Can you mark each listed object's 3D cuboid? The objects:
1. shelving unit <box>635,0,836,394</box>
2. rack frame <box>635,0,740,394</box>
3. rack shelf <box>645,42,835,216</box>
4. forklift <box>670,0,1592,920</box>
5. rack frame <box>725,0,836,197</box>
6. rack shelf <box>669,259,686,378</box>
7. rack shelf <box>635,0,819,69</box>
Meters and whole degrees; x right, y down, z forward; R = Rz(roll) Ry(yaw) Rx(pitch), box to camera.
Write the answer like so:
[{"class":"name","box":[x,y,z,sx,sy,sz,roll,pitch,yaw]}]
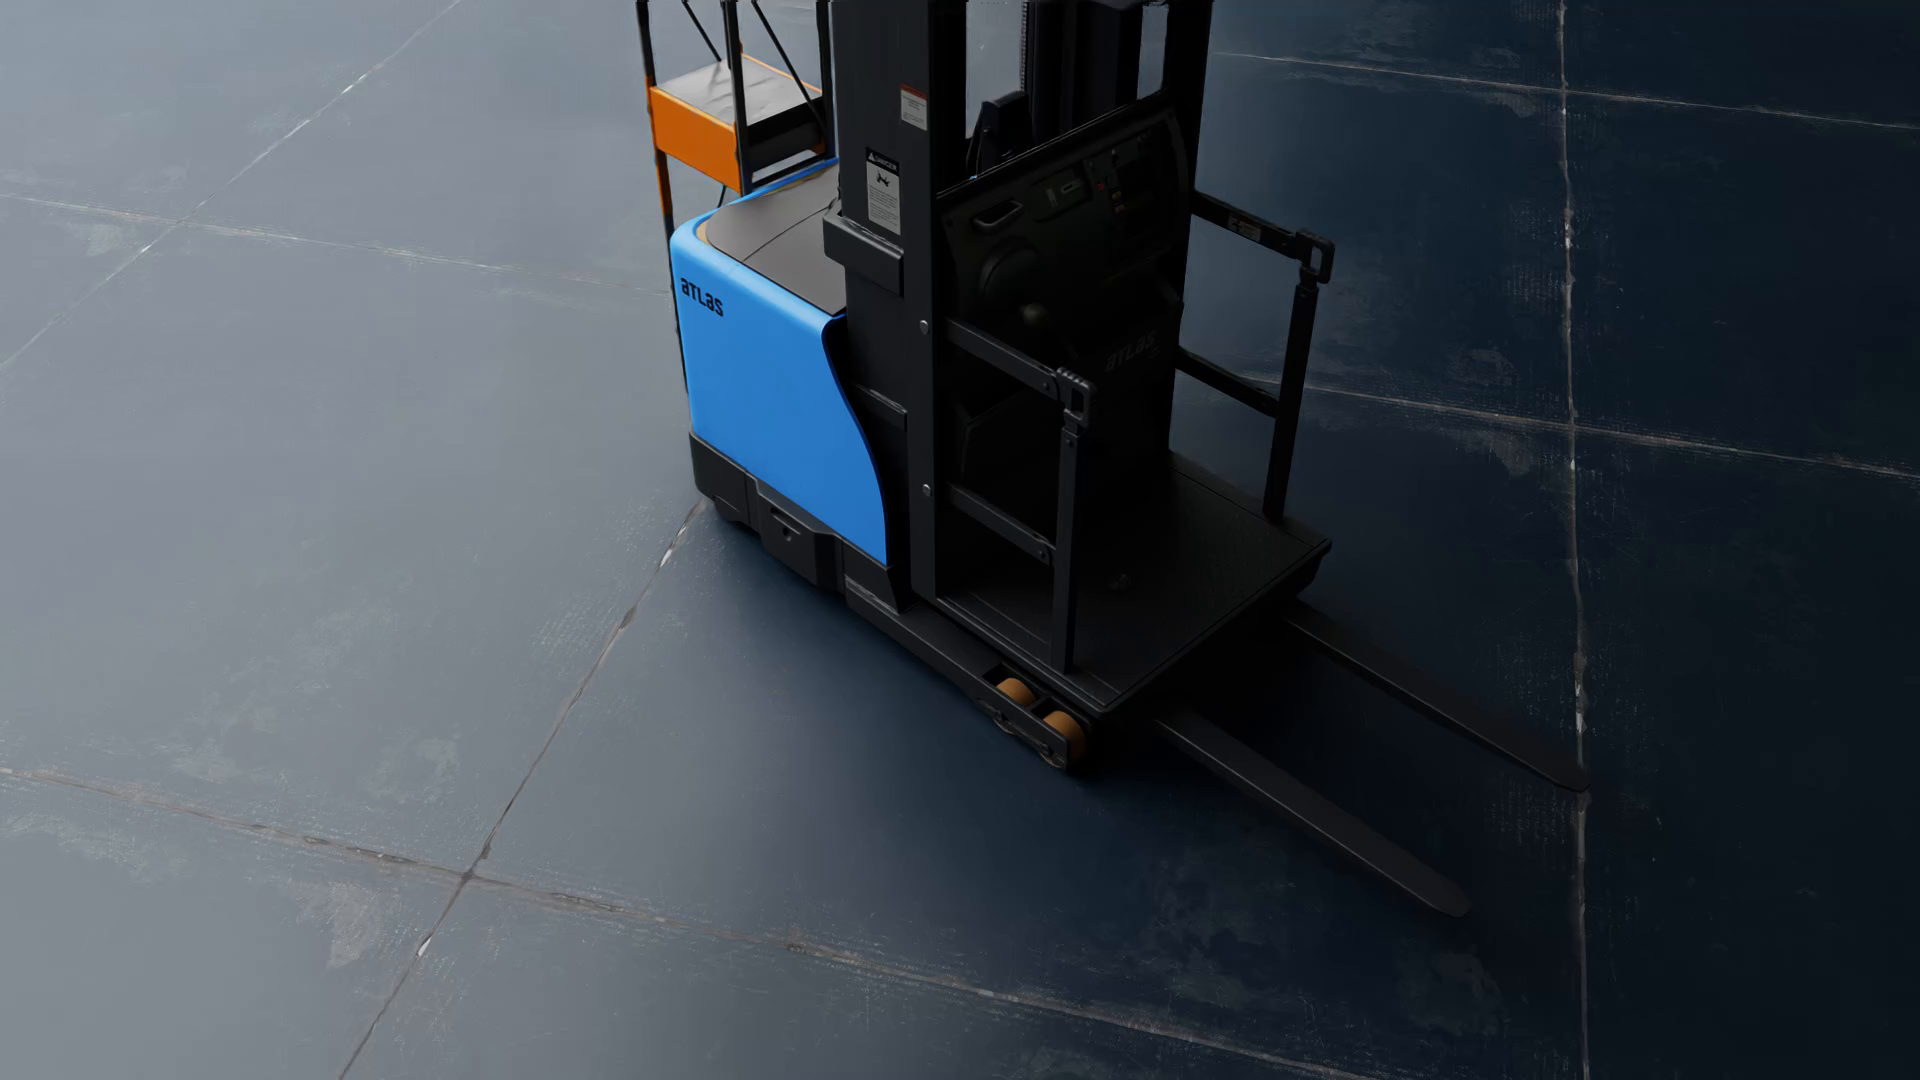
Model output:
[{"class":"shelving unit","box":[-0.744,-1.350,5.725,0.431,2.100,0.503,-32,50,-33]},{"class":"rack frame","box":[-0.915,-1.462,5.858,0.400,2.100,0.015,-32,50,-33]},{"class":"rack shelf","box":[-0.744,-1.339,5.733,0.431,0.518,0.480,-32,50,-33]},{"class":"forklift","box":[0.454,-0.826,4.454,1.130,2.935,3.031,-32,50,-33]},{"class":"rack frame","box":[-0.573,-1.238,5.592,0.400,2.100,0.015,-32,50,-33]},{"class":"rack shelf","box":[-0.744,-0.803,6.184,0.431,0.518,0.480,-32,50,-33]},{"class":"rack shelf","box":[-0.744,-1.875,5.283,0.431,0.518,0.480,-32,50,-33]}]
